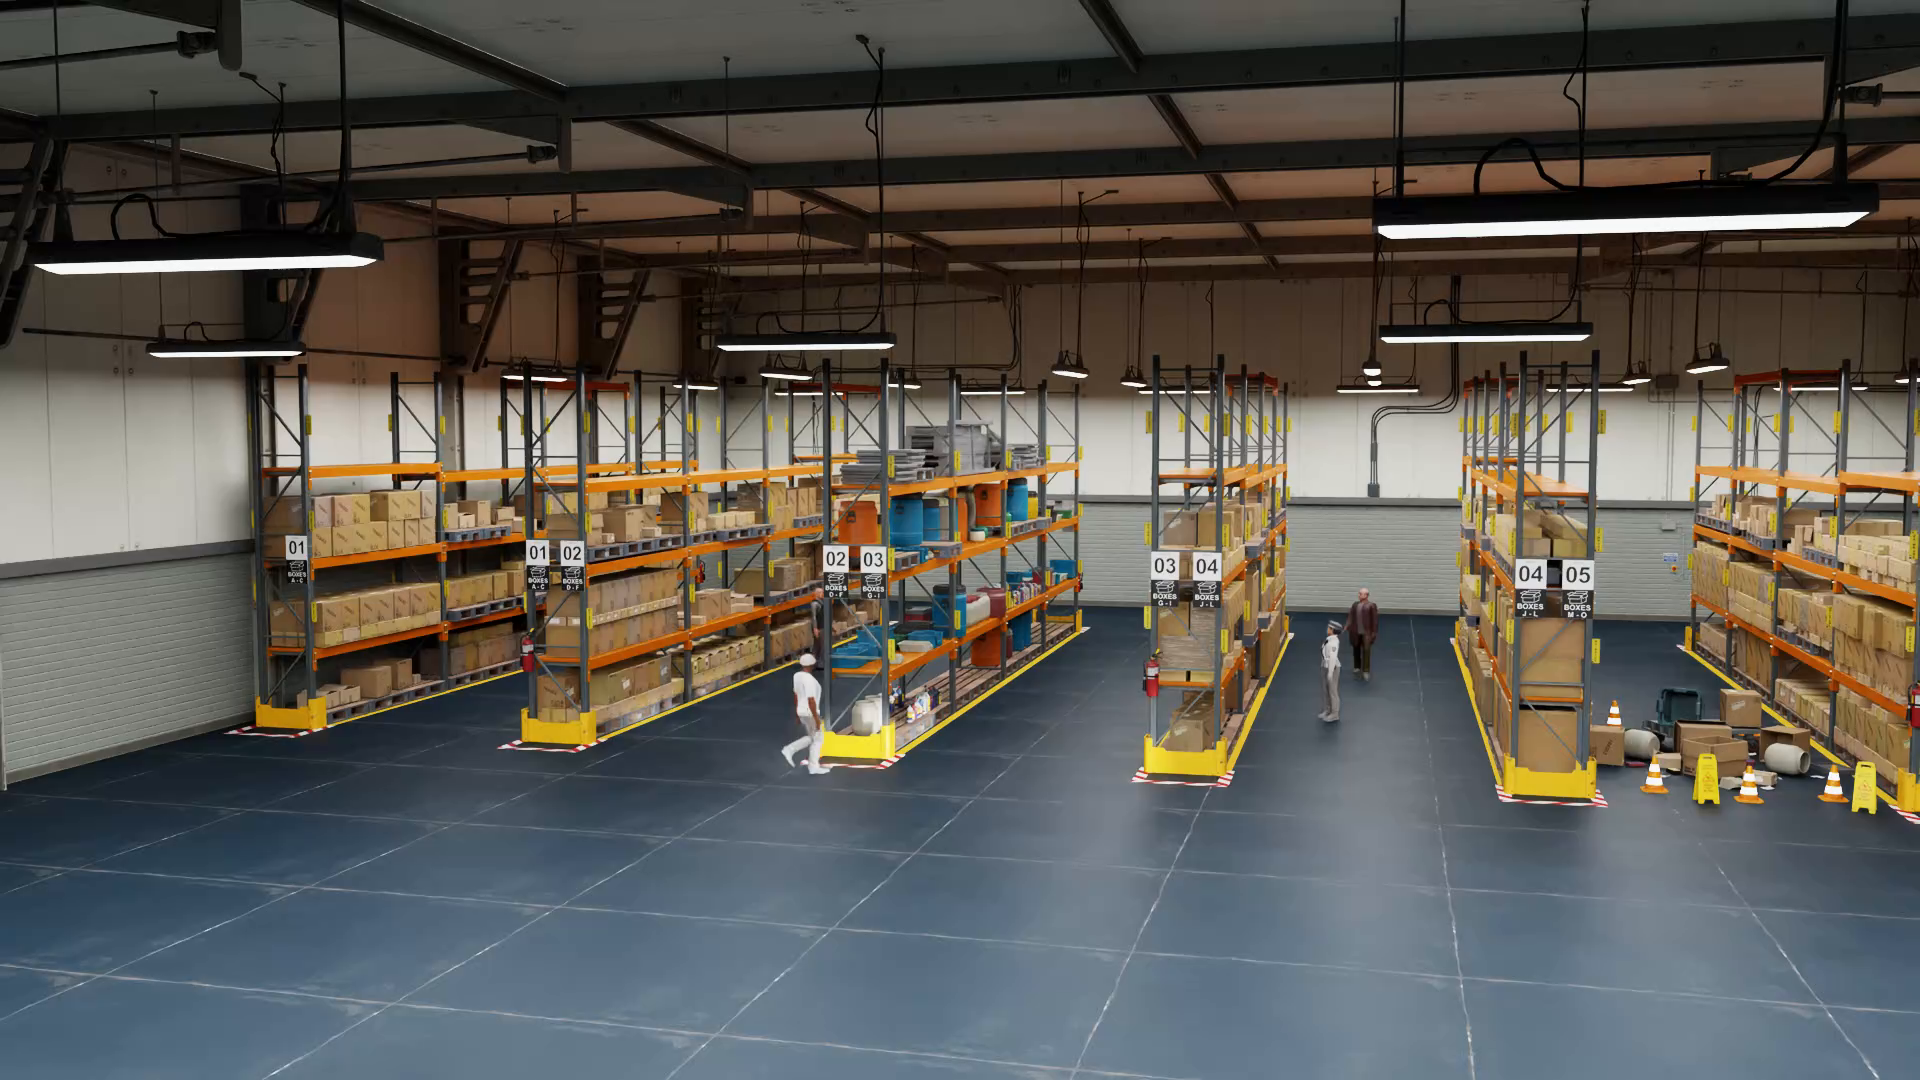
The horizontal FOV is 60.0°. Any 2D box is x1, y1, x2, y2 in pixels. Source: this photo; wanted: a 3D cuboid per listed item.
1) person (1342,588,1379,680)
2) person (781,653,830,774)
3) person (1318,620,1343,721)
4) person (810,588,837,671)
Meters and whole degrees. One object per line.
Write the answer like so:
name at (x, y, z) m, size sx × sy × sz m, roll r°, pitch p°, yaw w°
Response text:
person at (7.919, 1.833, 32.908) m, size 0.714 × 1.749 × 0.986 m, roll 1°, pitch 4°, yaw 14°
person at (-2.221, 2.488, 23.781) m, size 0.720 × 1.740 × 0.548 m, roll 0°, pitch 4°, yaw -1°
person at (6.294, 2.202, 28.255) m, size 0.397 × 1.698 × 0.519 m, roll -1°, pitch 4°, yaw -8°
person at (-2.718, 1.822, 33.472) m, size 0.660 × 1.701 × 0.632 m, roll 0°, pitch 4°, yaw 0°
